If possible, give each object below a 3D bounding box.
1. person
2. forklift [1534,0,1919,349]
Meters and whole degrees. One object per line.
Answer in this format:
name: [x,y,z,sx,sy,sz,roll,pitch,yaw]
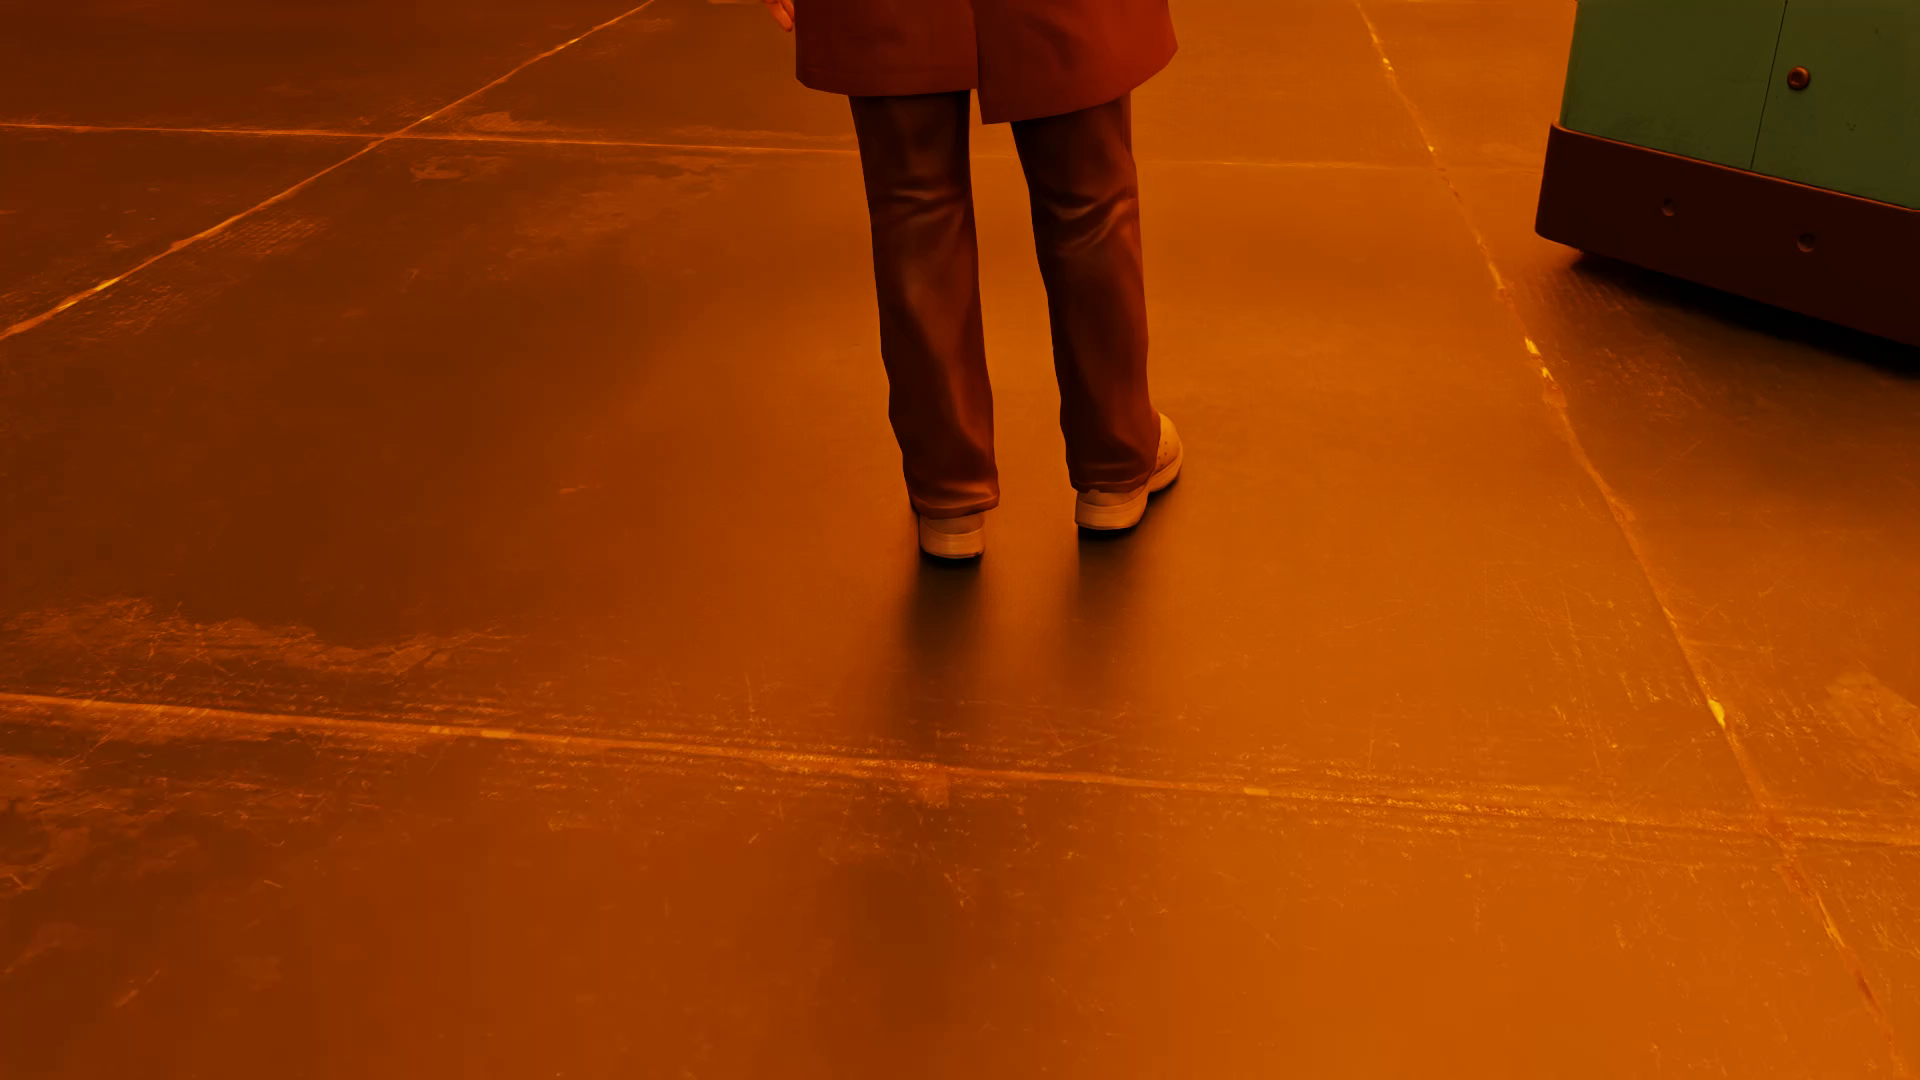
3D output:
person: [0.017,-0.842,2.180,0.694,1.776,0.582,3,27,7]
forklift: [2.800,-2.116,3.459,3.031,2.935,1.130,-16,31,-29]
